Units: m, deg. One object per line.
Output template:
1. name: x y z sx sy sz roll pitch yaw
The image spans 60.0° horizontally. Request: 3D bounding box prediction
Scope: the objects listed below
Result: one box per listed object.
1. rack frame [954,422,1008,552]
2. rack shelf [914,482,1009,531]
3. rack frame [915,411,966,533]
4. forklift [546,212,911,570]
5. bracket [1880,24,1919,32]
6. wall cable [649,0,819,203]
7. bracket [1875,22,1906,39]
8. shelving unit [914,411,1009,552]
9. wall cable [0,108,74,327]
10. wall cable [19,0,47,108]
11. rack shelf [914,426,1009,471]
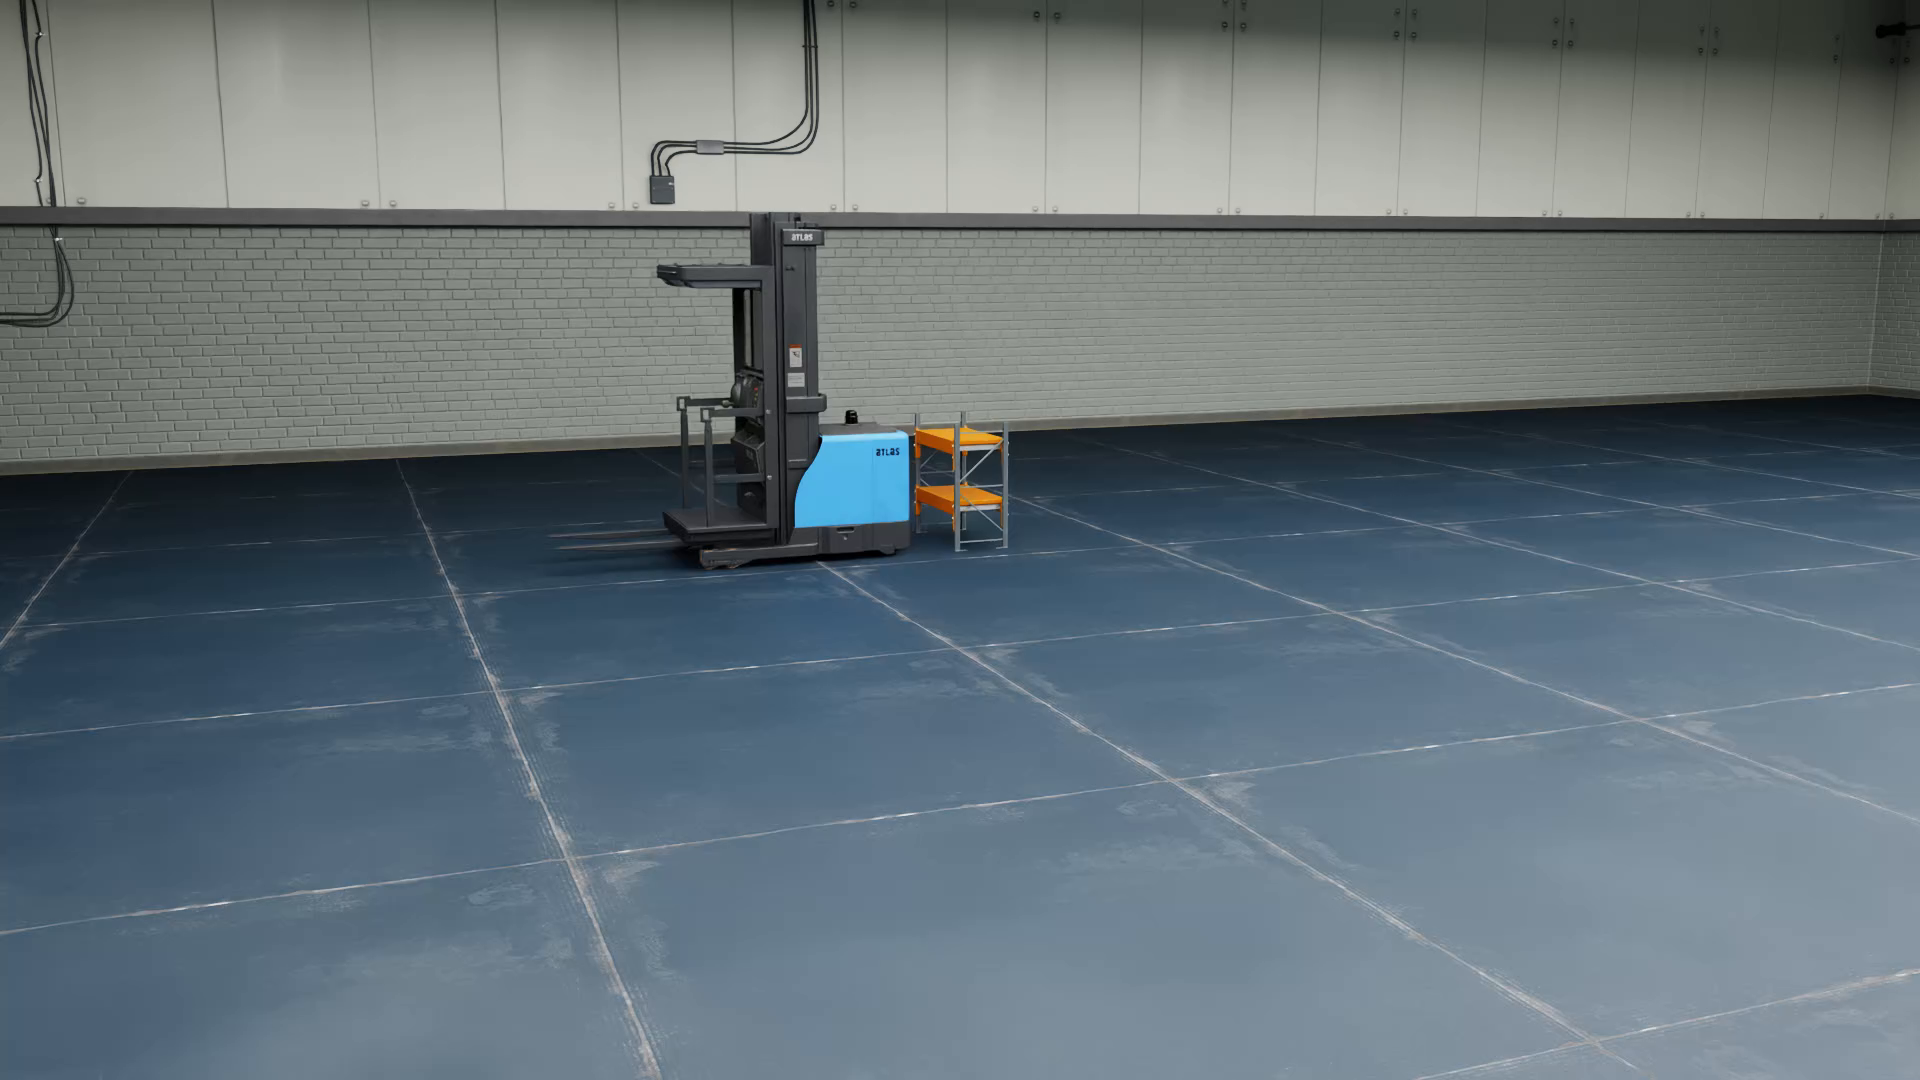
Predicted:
1. rack frame: 0.187 -0.470 14.679 0.500 1.125 0.032 -4 11 -21
2. rack shelf: 0.002 -0.312 15.188 0.538 0.278 1.000 -4 11 -21
3. rack frame: -0.182 -0.636 15.612 0.500 1.125 0.032 -4 11 -21
4. forklift: -2.000 -1.298 14.178 3.031 2.935 1.130 -4 11 -20
5. bracket: 16.265 -8.688 28.119 0.076 0.066 3.189 -4 11 -21
6. wall cable: -2.949 -7.420 21.558 2.305 6.003 0.169 -4 11 -21
7. bracket: 16.051 -8.784 28.661 0.235 0.232 0.430 -4 11 -21
8. shelving unit: 0.002 -0.553 15.145 0.538 1.125 1.048 -4 11 -21
9. wall cable: -11.803 -3.617 18.756 3.097 2.526 0.112 -4 11 -21
10. wall cable: -9.282 -6.275 19.279 3.097 2.526 0.112 -4 11 -21
11. rack shelf: 0.002 -0.841 15.094 0.538 0.278 1.000 -4 11 -21
